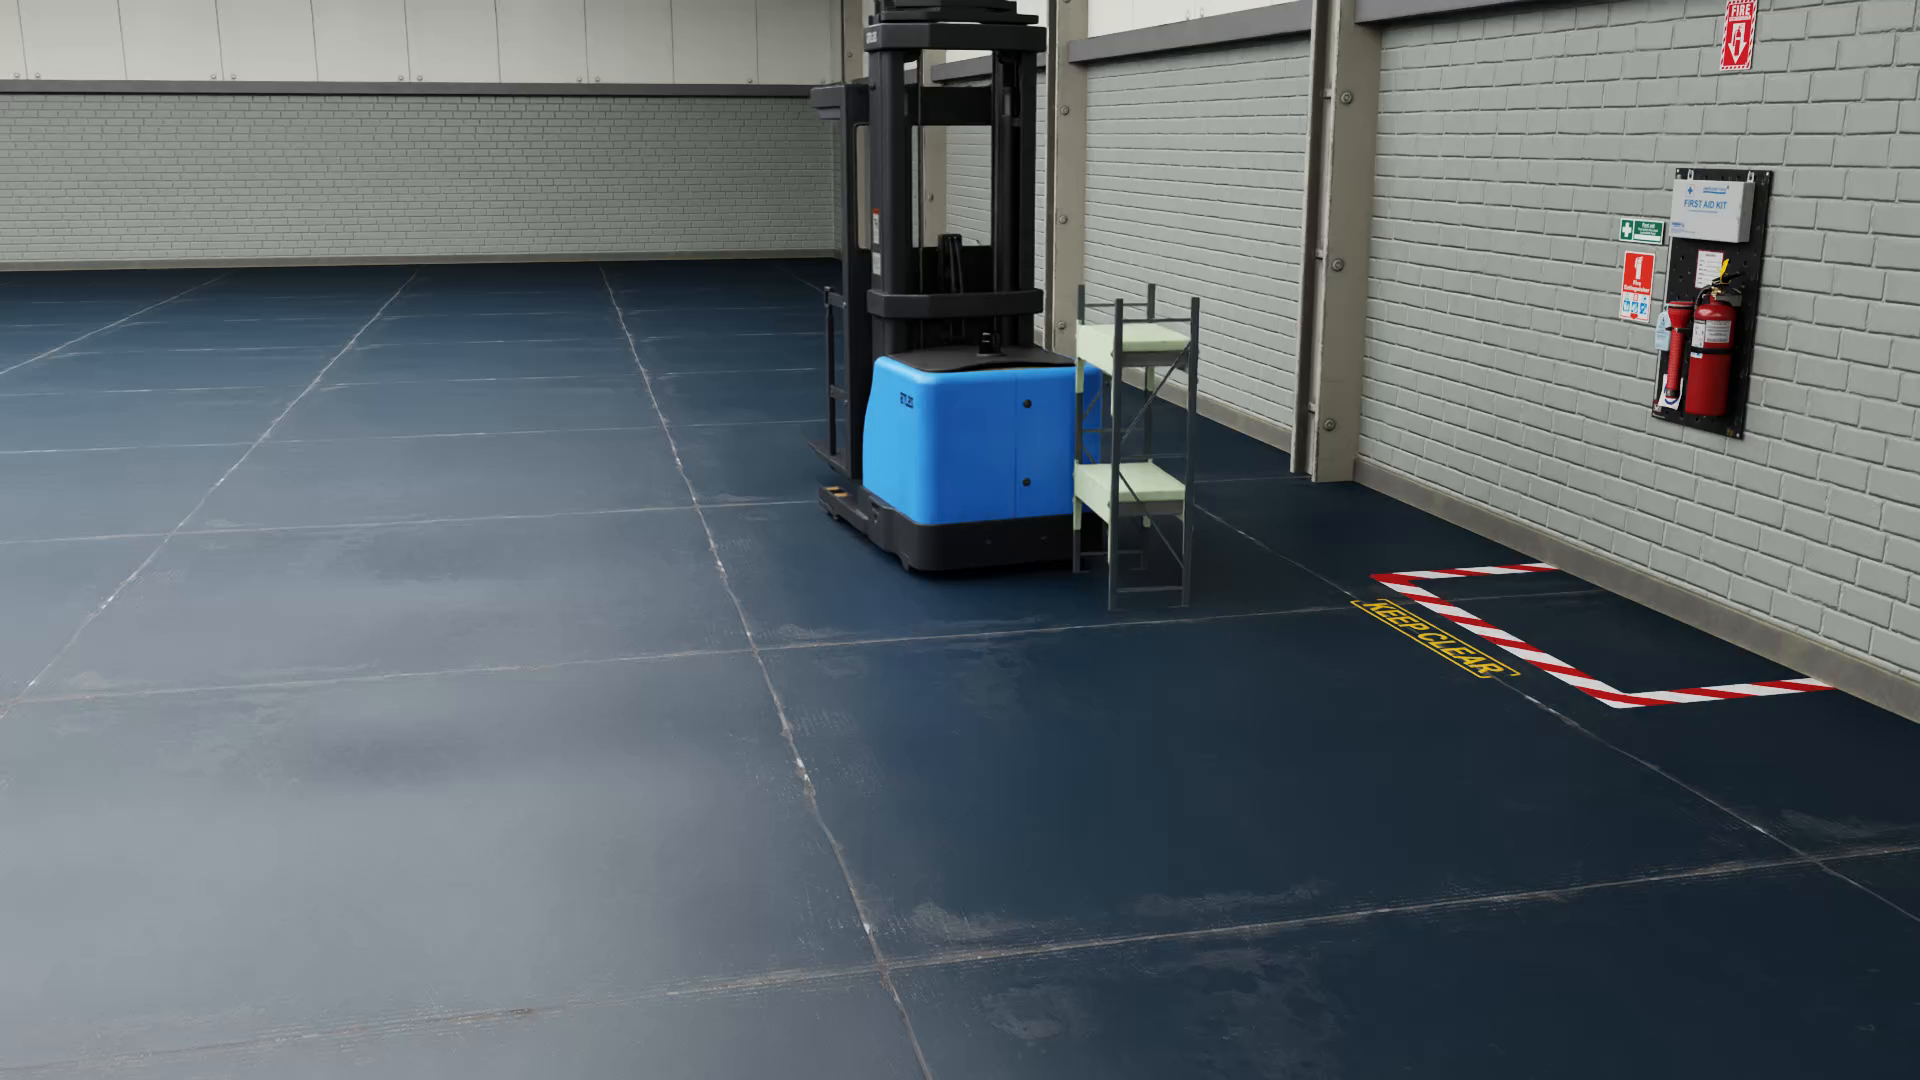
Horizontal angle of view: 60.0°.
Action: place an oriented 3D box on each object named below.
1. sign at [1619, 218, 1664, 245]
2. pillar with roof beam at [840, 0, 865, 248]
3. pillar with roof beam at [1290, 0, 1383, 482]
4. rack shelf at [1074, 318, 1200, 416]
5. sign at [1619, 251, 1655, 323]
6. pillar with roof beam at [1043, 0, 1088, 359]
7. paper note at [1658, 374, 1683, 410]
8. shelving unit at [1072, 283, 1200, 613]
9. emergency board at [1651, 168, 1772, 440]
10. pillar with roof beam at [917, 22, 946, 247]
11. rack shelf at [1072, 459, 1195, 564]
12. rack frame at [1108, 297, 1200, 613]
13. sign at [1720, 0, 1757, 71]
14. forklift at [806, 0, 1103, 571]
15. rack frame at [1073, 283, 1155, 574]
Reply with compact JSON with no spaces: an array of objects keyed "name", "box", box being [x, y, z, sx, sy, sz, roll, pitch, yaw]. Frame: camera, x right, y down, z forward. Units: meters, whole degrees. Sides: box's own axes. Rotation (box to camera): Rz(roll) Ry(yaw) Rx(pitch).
[{"name":"sign","box":[3.277,-1.487,8.000,0.001,0.109,0.331,-3,14,-13]},{"name":"pillar with roof beam","box":[-5.964,-8.719,26.153,9.100,9.000,0.400,-3,14,-13]},{"name":"pillar with roof beam","box":[-1.737,-4.566,9.157,9.100,9.000,0.400,-3,14,-13]},{"name":"rack shelf","box":[0.852,-0.855,8.122,0.431,0.370,0.720,-2,14,-9]},{"name":"sign","box":[3.284,-1.231,8.069,0.001,0.329,0.234,-3,14,-13]},{"name":"pillar with roof beam","box":[-3.146,-5.950,14.822,9.100,9.000,0.400,-3,14,-13]},{"name":"paper note","box":[3.339,-0.697,7.815,0.016,0.148,0.142,-3,14,-13]},{"name":"shelving unit","box":[0.852,-0.476,8.215,0.431,1.500,0.755,-2,14,-9]},{"name":"emergency board","box":[3.314,-1.080,7.527,0.194,1.169,0.643,-3,14,-13]},{"name":"pillar with roof beam","box":[-4.555,-7.335,20.488,9.100,9.000,0.400,-3,14,-13]},{"name":"rack shelf","box":[0.852,-0.159,8.292,0.431,0.370,0.720,-2,14,-9]},{"name":"rack frame","box":[0.913,-0.390,7.864,0.400,1.500,0.023,-2,14,-9]},{"name":"sign","box":[3.409,-2.214,7.283,0.001,0.298,0.199,-3,14,-13]},{"name":"forklift","box":[-0.215,-1.569,9.672,1.130,2.935,3.031,-5,15,-19]},{"name":"rack frame","box":[0.790,-0.561,8.565,0.400,1.500,0.023,-2,14,-9]}]
